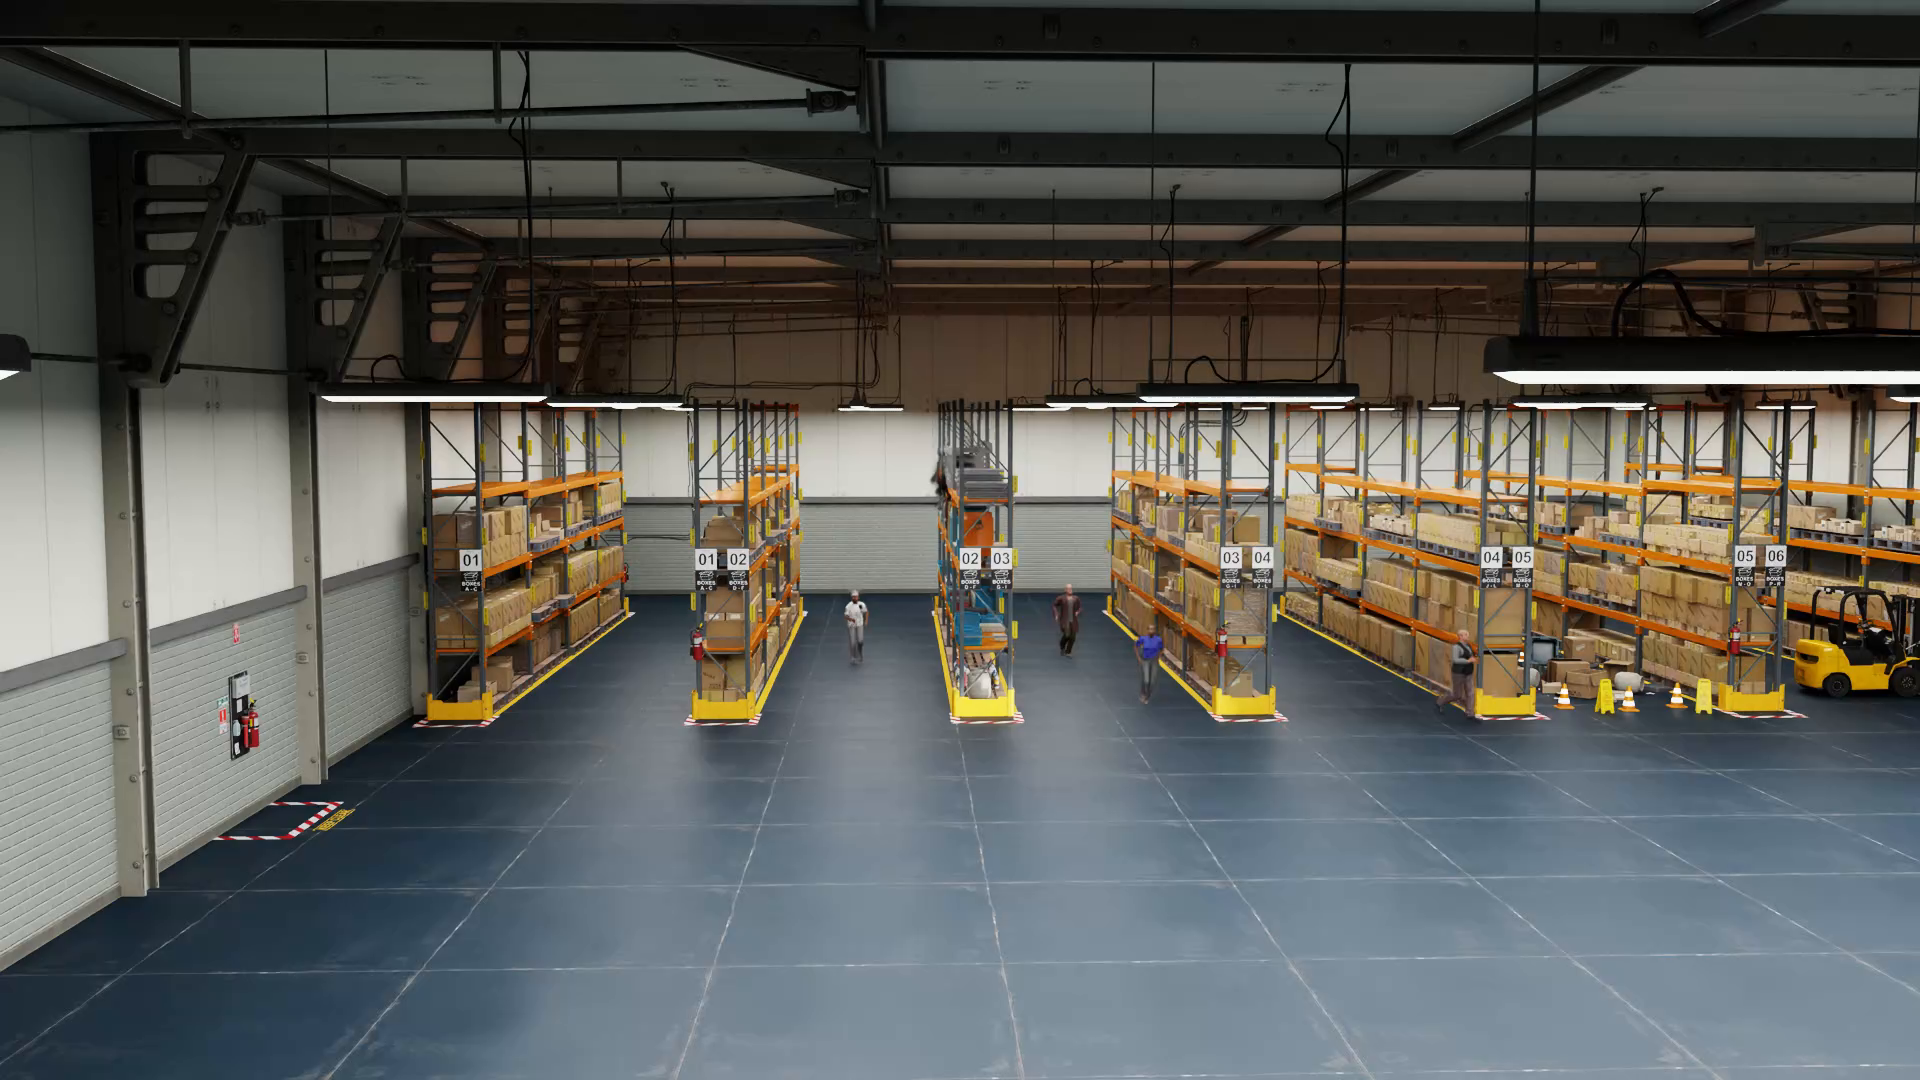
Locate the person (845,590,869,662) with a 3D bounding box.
[{"bbox_3d":[-2.367,1.985,38.123,0.557,1.673,0.653,0,4,-4],"label":"person"}]

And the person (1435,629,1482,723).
[{"bbox_3d":[9.297,2.505,30.909,0.664,1.712,0.918,-4,6,-42],"label":"person"}]

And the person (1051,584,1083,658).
[{"bbox_3d":[2.538,1.898,38.711,0.704,1.725,0.653,-1,4,-14],"label":"person"}]

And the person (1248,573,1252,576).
[{"bbox_3d":[8.485,1.201,47.947,0.729,1.741,0.956,2,5,22],"label":"person"}]

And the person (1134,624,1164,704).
[{"bbox_3d":[3.719,2.440,32.569,0.575,1.609,0.612,0,4,-3],"label":"person"}]
